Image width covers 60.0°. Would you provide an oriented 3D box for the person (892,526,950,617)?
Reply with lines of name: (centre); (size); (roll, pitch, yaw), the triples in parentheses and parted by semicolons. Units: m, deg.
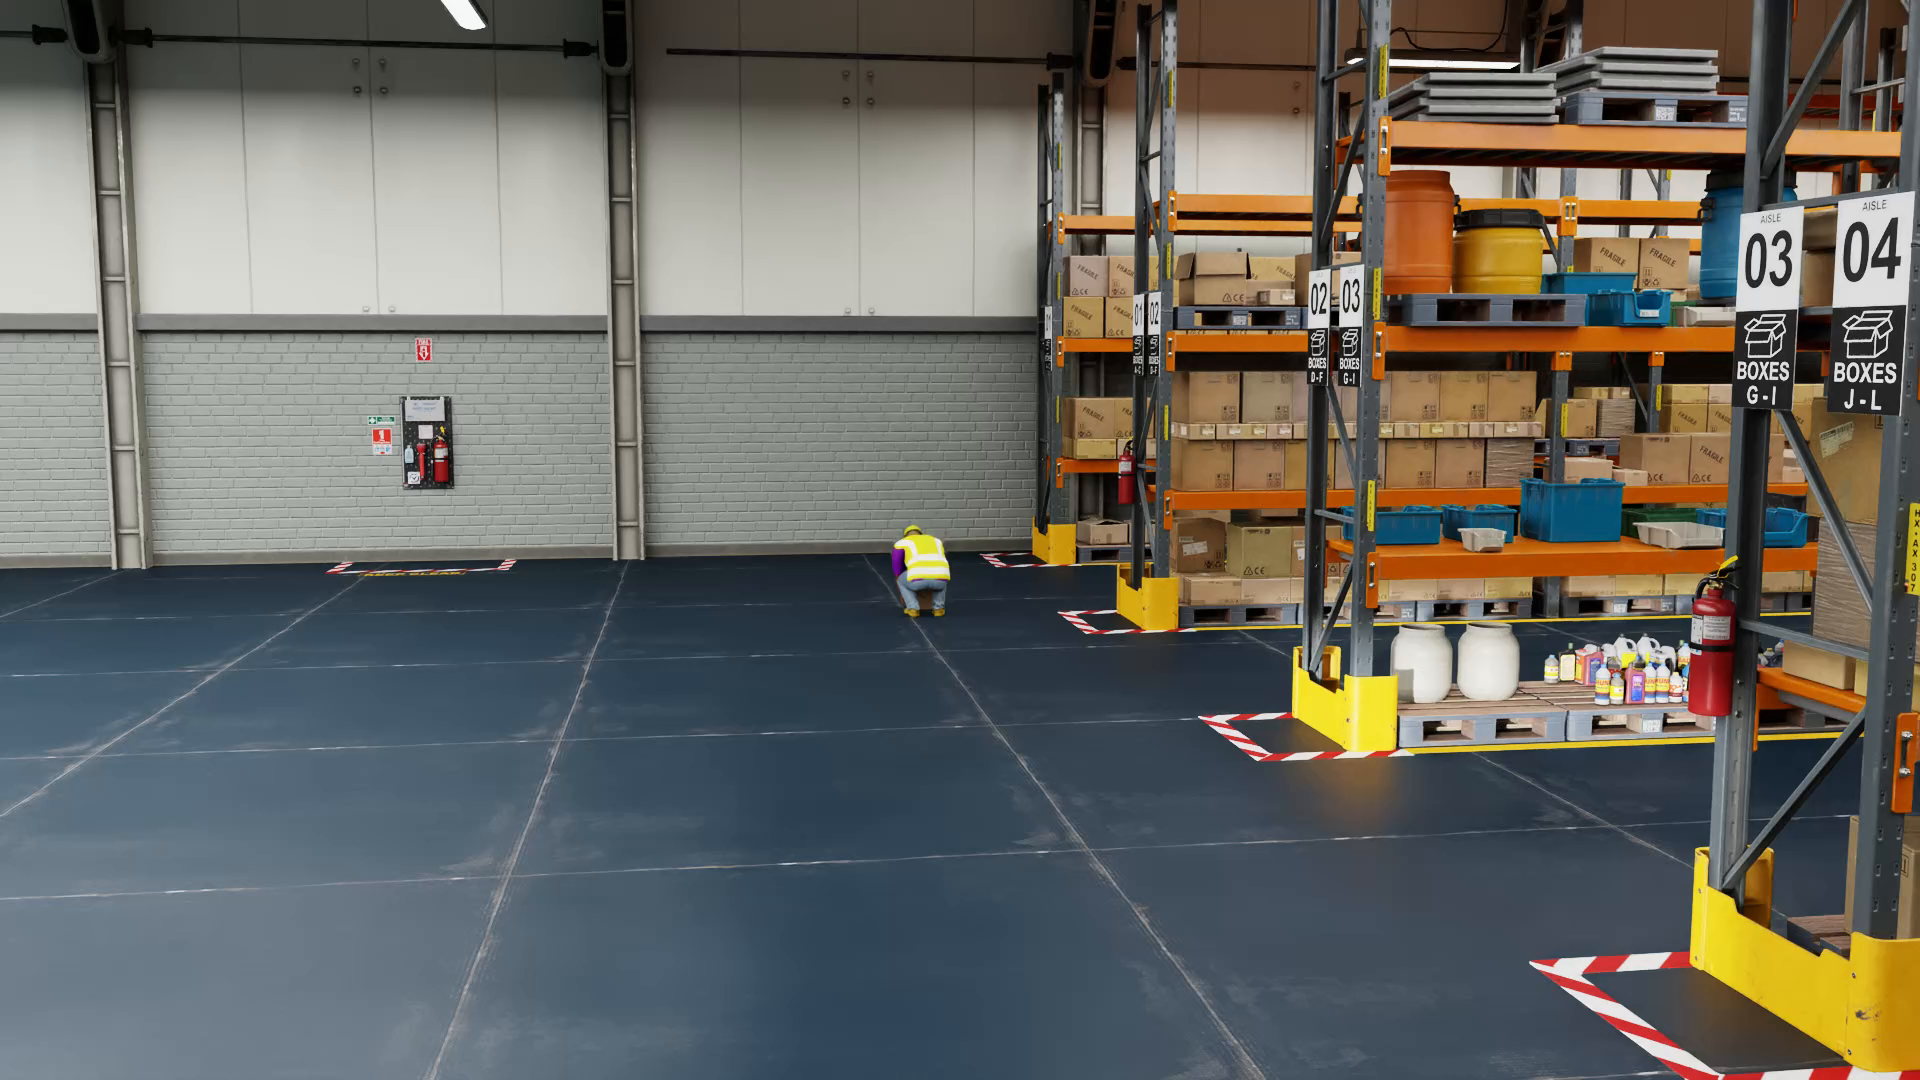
person: (-0.401, 0.333, 16.879); (0.557, 0.892, 0.901); (-1, 7, -9)
